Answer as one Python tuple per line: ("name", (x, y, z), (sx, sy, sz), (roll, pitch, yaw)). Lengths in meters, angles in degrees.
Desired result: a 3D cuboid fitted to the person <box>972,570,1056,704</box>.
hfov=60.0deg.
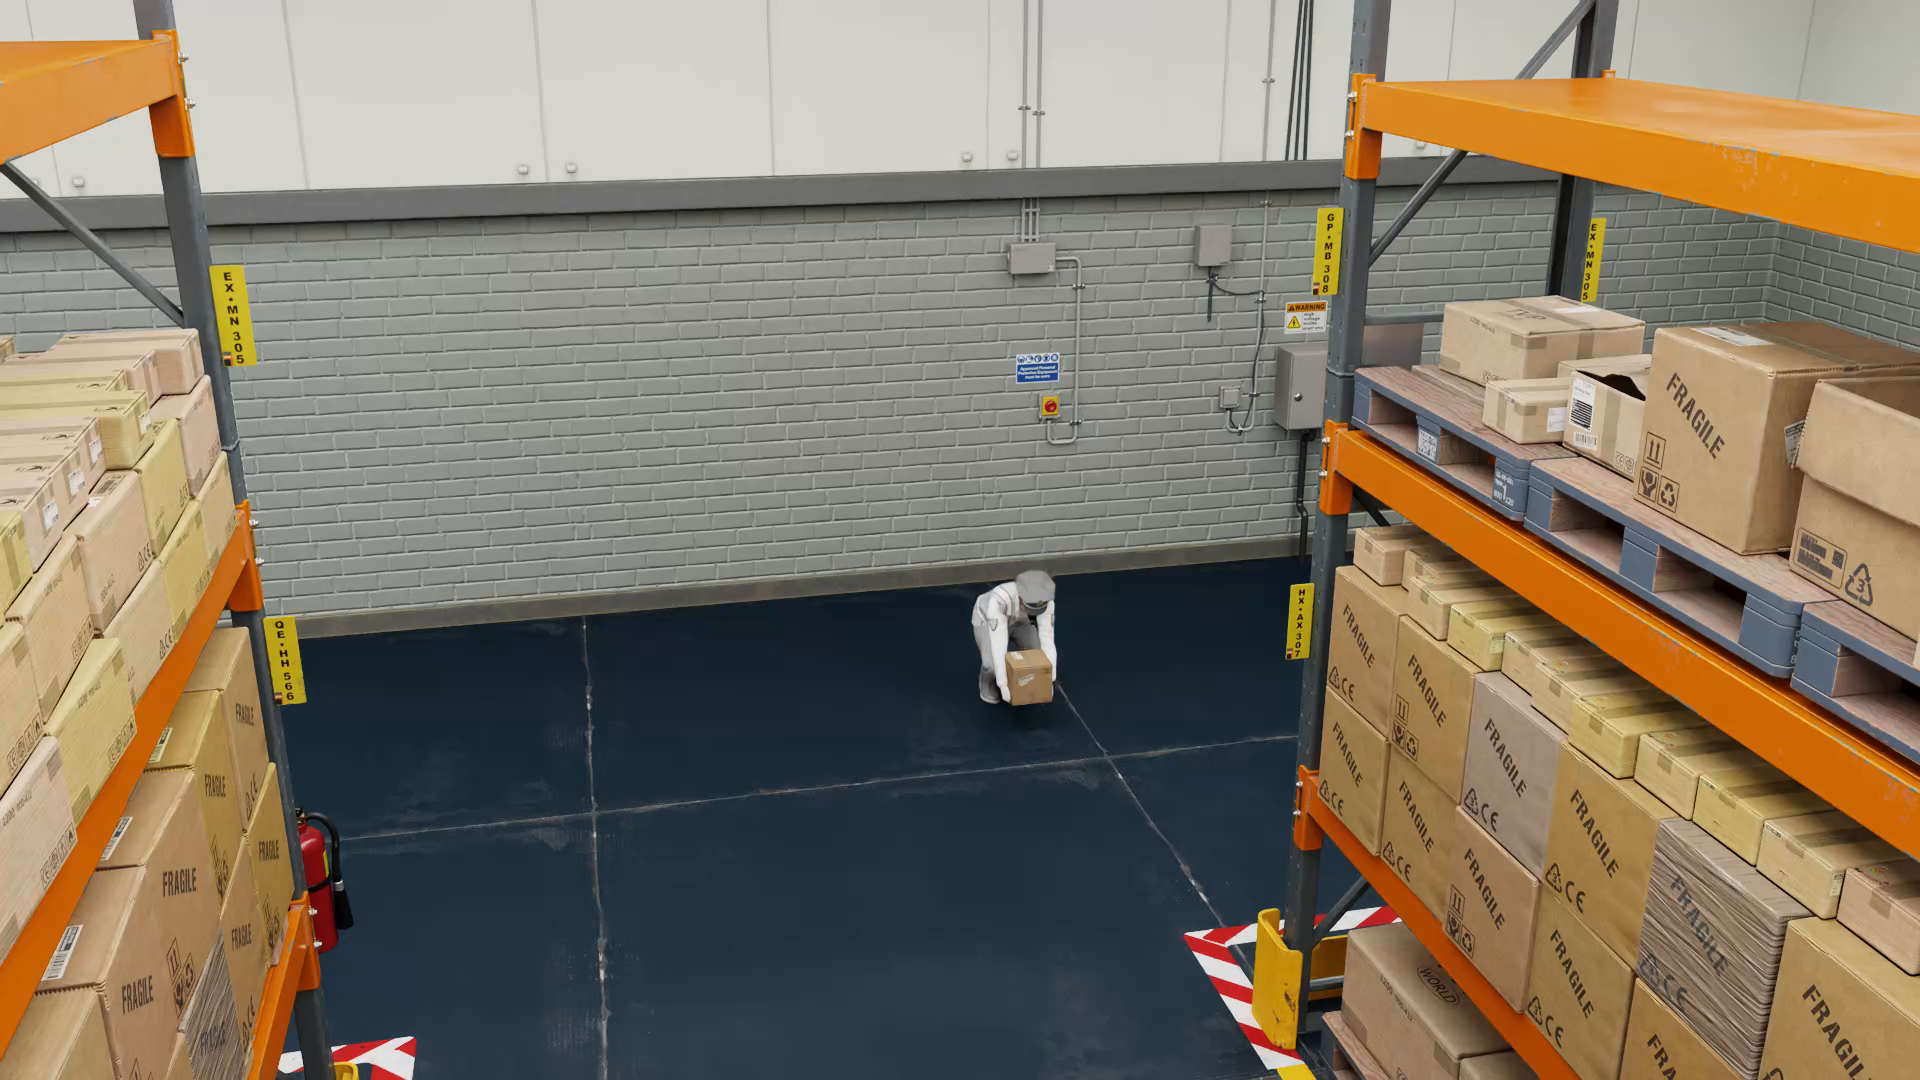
("person", (0.347, 0.585, 10.468), (0.462, 0.984, 0.841), (-5, 20, -14))
